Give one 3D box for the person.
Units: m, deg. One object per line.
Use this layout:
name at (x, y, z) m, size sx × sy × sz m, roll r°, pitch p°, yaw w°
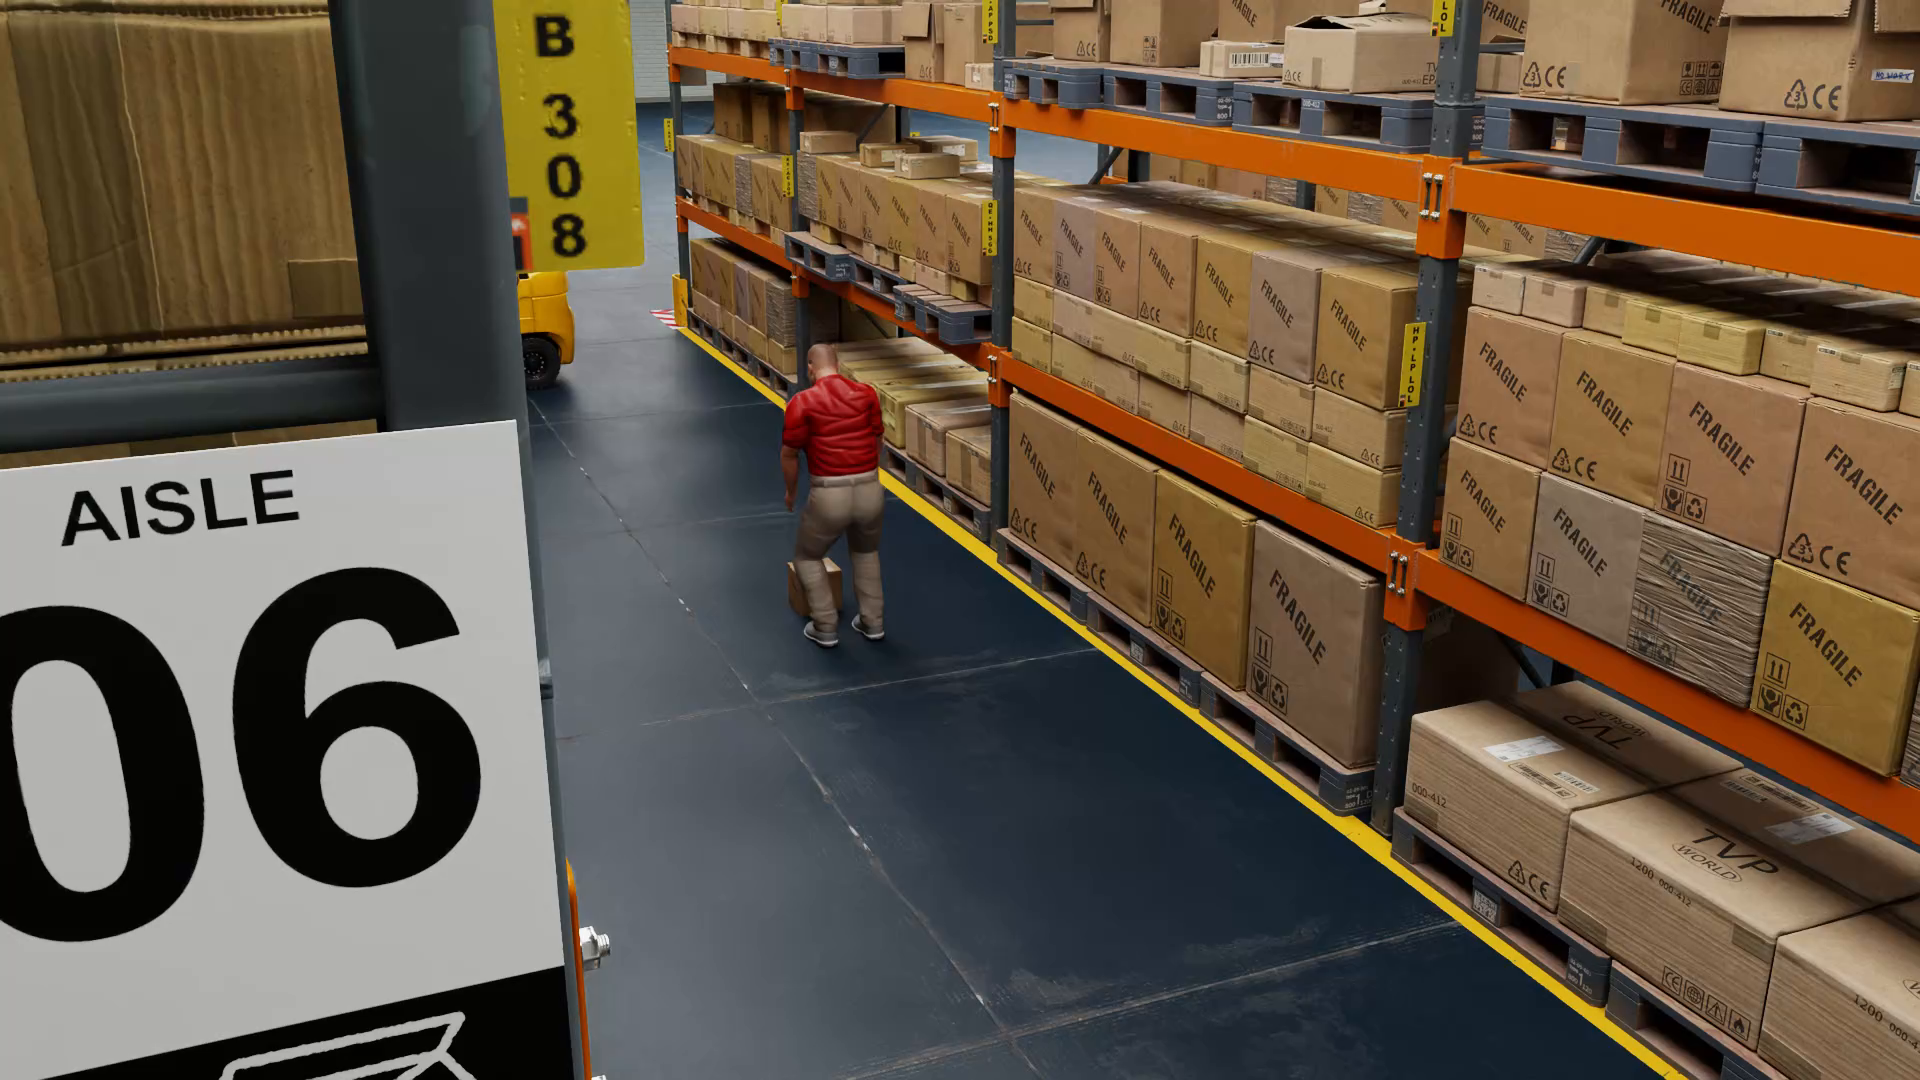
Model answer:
person at (-0.672, -0.225, 8.944) m, size 0.571 × 1.620 × 0.503 m, roll -7°, pitch 20°, yaw -21°
